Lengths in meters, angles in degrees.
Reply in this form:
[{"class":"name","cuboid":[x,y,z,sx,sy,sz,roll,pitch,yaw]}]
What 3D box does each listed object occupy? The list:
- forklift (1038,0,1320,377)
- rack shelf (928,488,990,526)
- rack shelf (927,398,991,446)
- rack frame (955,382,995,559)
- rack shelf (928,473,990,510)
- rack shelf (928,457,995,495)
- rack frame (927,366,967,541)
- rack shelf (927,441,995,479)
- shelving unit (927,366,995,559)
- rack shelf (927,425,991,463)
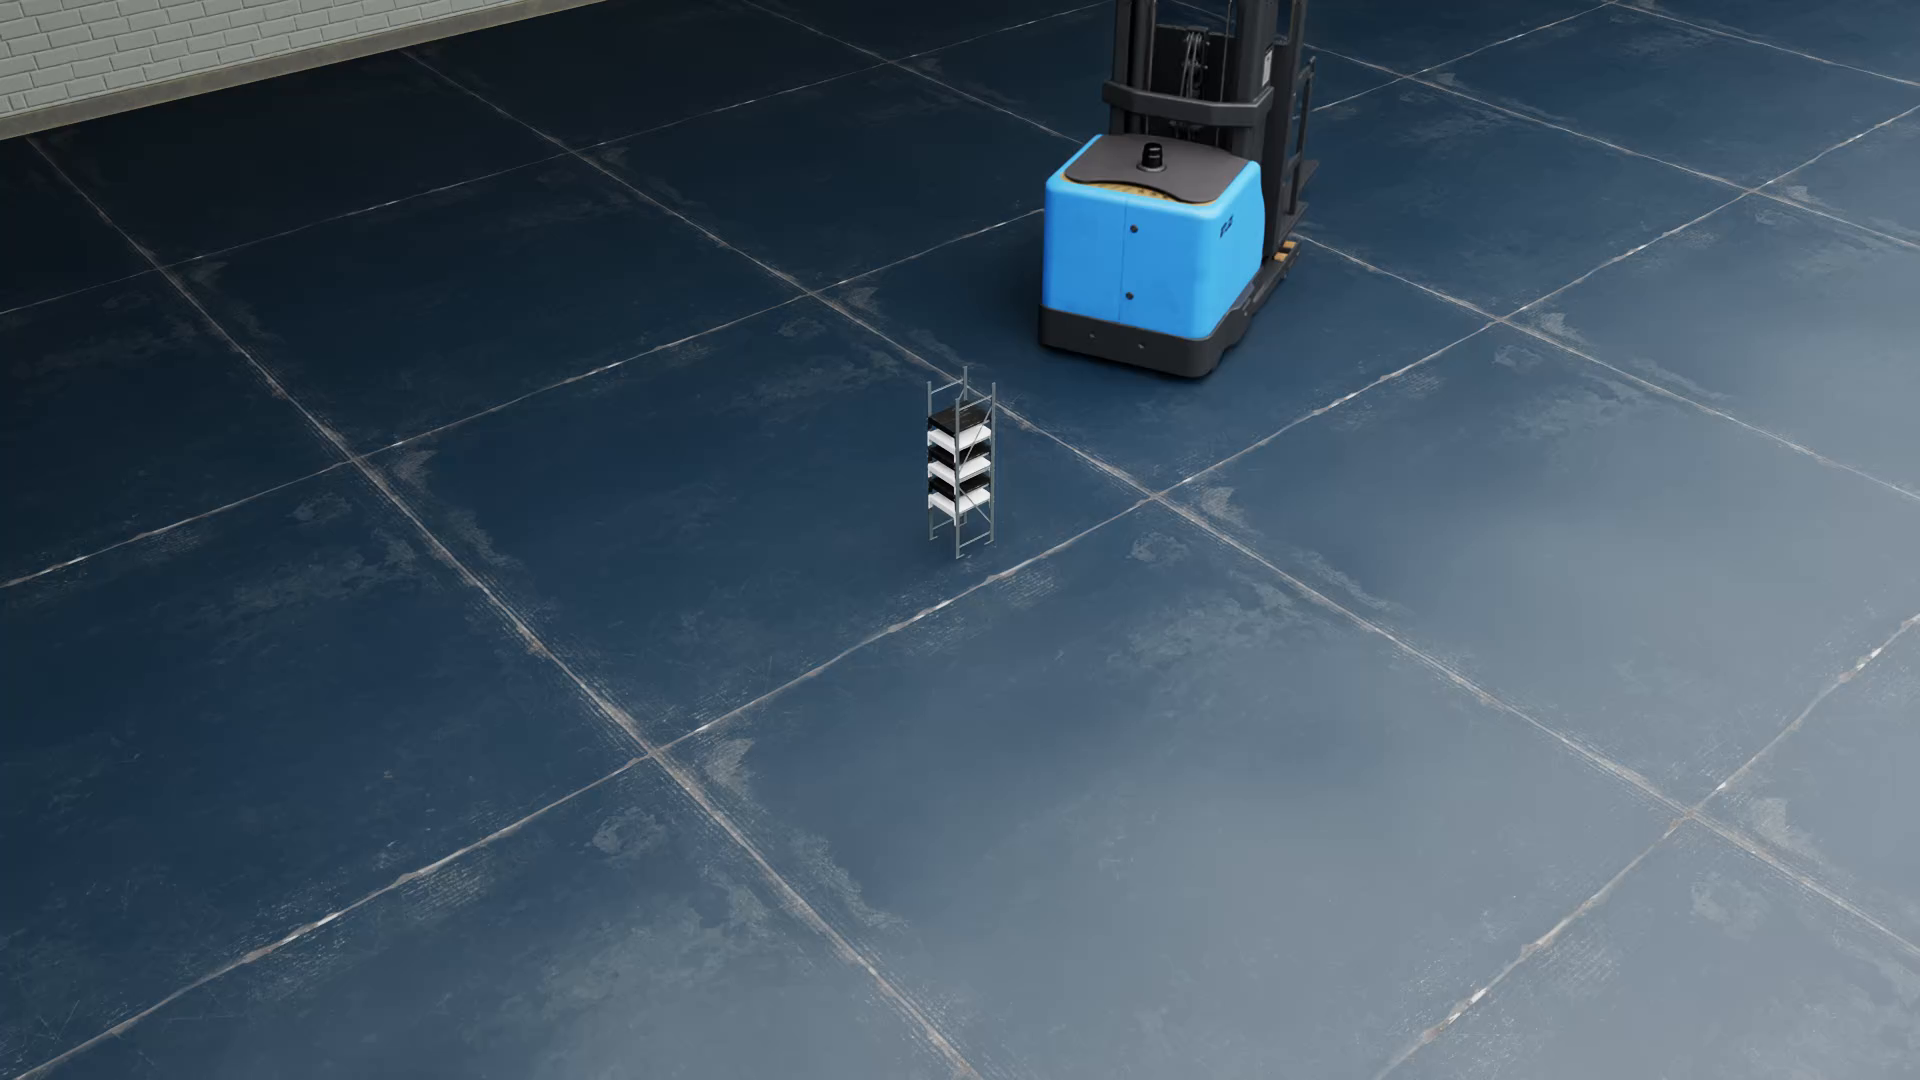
[{"class":"forklift","cuboid":[1.550,-2.959,9.892,1.130,2.935,3.031,15,38,21]},{"class":"rack shelf","cuboid":[0.005,-0.190,8.108,0.258,0.077,0.200,-26,43,-32]},{"class":"rack shelf","cuboid":[0.005,-0.557,7.848,0.258,0.077,0.200,-26,43,-32]},{"class":"rack frame","cuboid":[0.071,-0.319,7.921,0.240,0.900,0.006,-26,43,-32]},{"class":"rack shelf","cuboid":[0.005,-0.263,8.056,0.258,0.077,0.200,-26,43,-32]},{"class":"rack shelf","cuboid":[0.005,-0.336,8.004,0.258,0.077,0.200,-26,43,-32]},{"class":"rack frame","cuboid":[-0.060,-0.409,8.048,0.240,0.900,0.006,-26,43,-32]},{"class":"rack shelf","cuboid":[0.005,-0.410,7.952,0.258,0.077,0.200,-26,43,-32]},{"class":"shelving unit","cuboid":[0.005,-0.364,7.985,0.258,0.900,0.210,-26,43,-32]},{"class":"rack shelf","cuboid":[0.005,-0.483,7.900,0.258,0.077,0.200,-26,43,-32]}]
